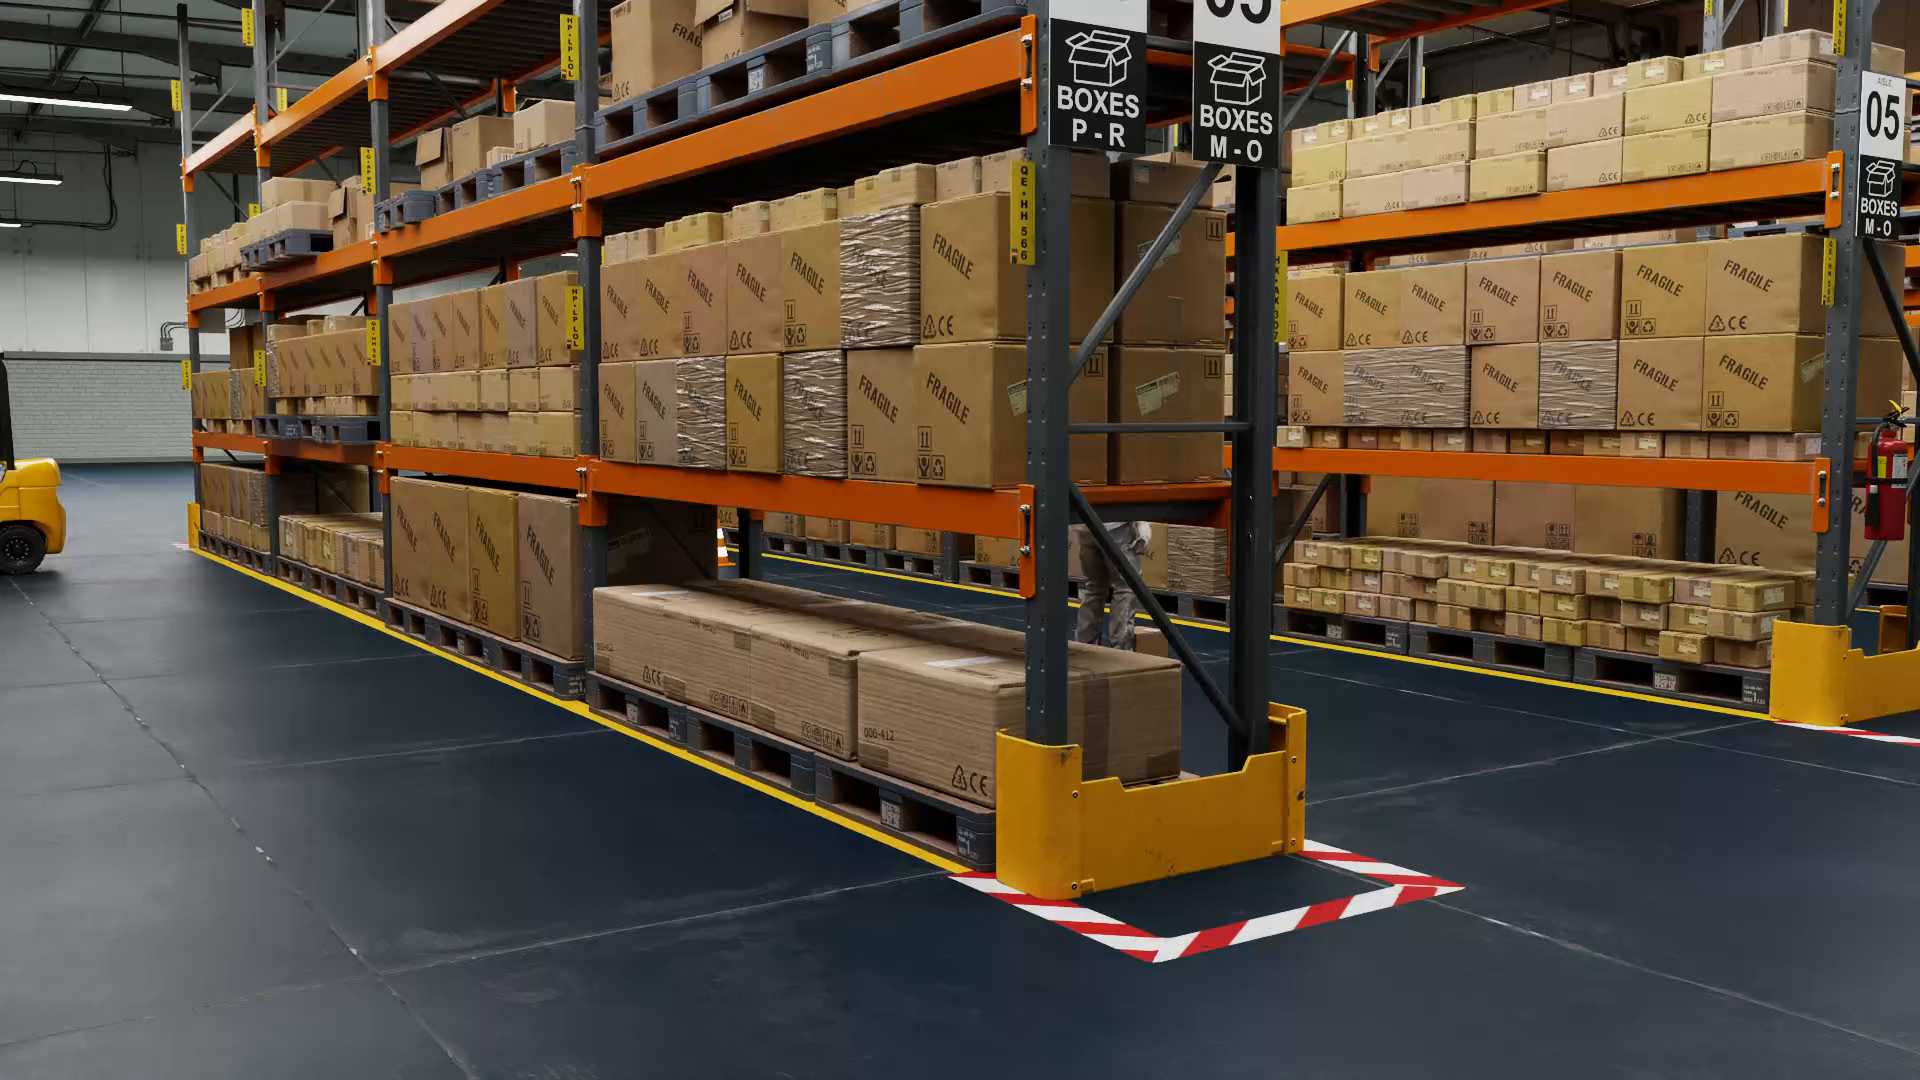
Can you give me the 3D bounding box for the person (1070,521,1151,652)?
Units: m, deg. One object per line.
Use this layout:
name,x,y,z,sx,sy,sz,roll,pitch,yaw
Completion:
person,0.885,-0.084,9.749,0.450,1.773,0.616,-3,6,-34
